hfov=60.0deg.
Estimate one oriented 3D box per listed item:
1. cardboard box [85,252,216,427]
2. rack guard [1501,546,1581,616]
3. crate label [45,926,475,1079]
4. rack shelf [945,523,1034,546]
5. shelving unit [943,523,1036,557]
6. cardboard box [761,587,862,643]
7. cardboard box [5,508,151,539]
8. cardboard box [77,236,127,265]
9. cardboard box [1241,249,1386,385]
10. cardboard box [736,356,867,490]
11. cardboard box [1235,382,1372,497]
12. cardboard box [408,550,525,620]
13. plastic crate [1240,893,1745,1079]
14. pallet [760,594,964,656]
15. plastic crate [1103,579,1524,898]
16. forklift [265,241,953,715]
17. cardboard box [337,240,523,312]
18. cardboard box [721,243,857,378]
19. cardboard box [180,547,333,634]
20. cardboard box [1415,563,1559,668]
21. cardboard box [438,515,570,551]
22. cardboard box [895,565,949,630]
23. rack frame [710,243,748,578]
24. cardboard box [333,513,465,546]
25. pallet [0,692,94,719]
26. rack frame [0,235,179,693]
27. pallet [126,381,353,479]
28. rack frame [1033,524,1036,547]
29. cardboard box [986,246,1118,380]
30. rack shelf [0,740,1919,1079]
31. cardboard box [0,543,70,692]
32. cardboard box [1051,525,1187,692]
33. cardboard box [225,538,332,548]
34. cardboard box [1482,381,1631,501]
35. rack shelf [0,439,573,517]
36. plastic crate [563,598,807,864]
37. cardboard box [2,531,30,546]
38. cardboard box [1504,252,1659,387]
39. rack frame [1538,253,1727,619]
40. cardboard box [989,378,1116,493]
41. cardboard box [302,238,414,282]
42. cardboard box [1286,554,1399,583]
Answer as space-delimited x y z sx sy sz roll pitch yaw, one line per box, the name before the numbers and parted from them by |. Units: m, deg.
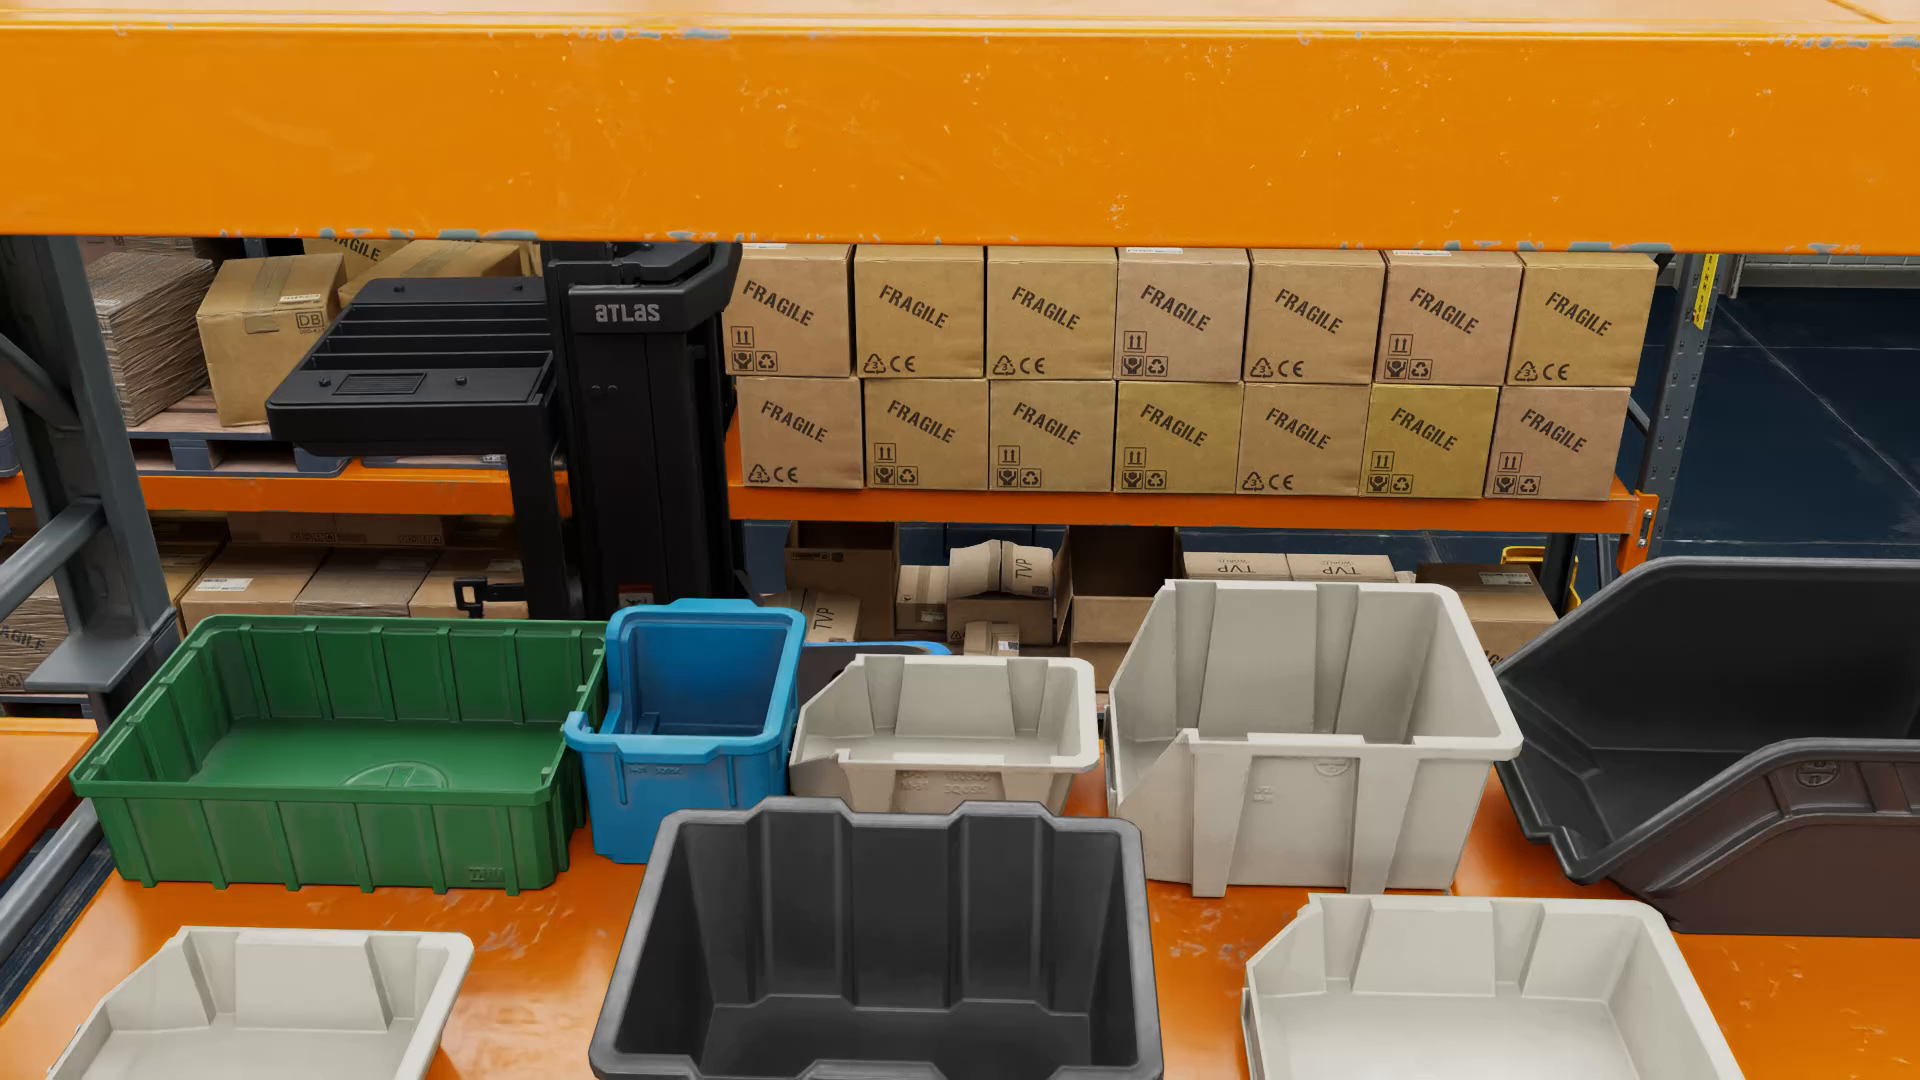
cardboard box | -3.590 -0.875 7.142 0.500 0.500 0.700 6 29 11
rack guard | 2.788 0.528 7.719 0.348 0.500 1.175 1 28 2
crate label | -0.833 0.612 1.971 0.466 0.136 0.293 1 28 2
rack shelf | 0.165 -0.294 9.087 0.480 0.518 0.431 1 28 2
shelving unit | 0.165 -0.925 8.753 0.503 2.100 0.431 1 28 2
cardboard box | -0.722 0.461 7.579 0.500 0.311 0.500 1 28 2
cardboard box | -4.132 -0.224 7.868 0.500 0.250 0.500 2 28 4
cardboard box | -6.192 -2.166 12.333 0.500 0.500 0.700 1 28 2
cardboard box | 1.386 -0.954 6.672 0.500 0.500 0.500 2 28 3
cardboard box | -0.634 -0.549 6.976 0.500 0.500 0.500 2 28 3
cardboard box | 1.390 -0.517 6.915 0.500 0.500 0.500 1 28 2
cardboard box | -2.131 0.383 7.524 0.500 0.500 0.500 1 28 2
plastic crate | 0.612 0.617 1.962 0.530 0.136 0.437 1 28 2
pallet | -0.447 0.603 7.887 1.213 0.211 1.003 1 28 2
plastic crate | 0.481 0.290 2.425 0.530 0.282 0.437 1 28 2
forklift | -1.508 0.276 5.599 3.031 2.935 1.130 -1 28 -2
cardboard box | -2.289 -0.965 7.312 0.500 0.500 0.700 5 28 10
cardboard box | -0.673 -0.987 6.736 0.500 0.500 0.500 2 28 3
cardboard box | -3.140 0.367 7.554 0.500 0.500 0.500 0 28 0
cardboard box | 2.312 0.442 7.413 0.500 0.500 0.500 1 28 2
cardboard box | -2.142 0.144 7.976 0.500 0.500 0.500 1 28 3
cardboard box | -0.177 0.279 8.095 0.250 0.149 0.380 1 28 2
rack frame | -1.134 -0.641 7.256 0.127 3.000 1.000 1 28 2
cardboard box | -2.608 -0.201 7.824 0.500 0.250 0.500 1 28 2
pallet | -4.386 0.555 7.977 1.213 0.211 1.003 1 28 2
rack frame | -1.312 -0.973 1.478 0.127 3.000 1.000 1 28 2
pallet | -3.187 -0.592 7.369 1.213 0.211 1.003 1 28 2
rack frame | 0.409 -0.921 8.745 0.015 2.100 0.400 1 28 2
cardboard box | 0.357 -0.970 6.703 0.500 0.500 0.500 0 28 0
rack shelf | 0.687 0.703 2.286 4.000 0.370 1.077 1 28 2
cardboard box | -4.163 0.350 7.586 0.500 0.500 0.500 0 28 0
cardboard box | 0.744 0.296 7.684 0.637 0.503 0.797 1 28 2
cardboard box | -3.146 0.123 8.014 0.500 0.500 0.500 0 28 0
cardboard box | 2.407 -0.499 6.882 0.500 0.500 0.500 2 28 3
rack shelf | -3.132 -0.356 7.487 4.000 0.370 1.077 1 28 2
plastic crate | -0.391 0.292 2.473 0.300 0.233 0.416 1 28 2
cardboard box | -4.188 0.109 8.042 0.500 0.500 0.500 2 28 4
cardboard box | 2.409 -0.939 6.645 0.500 0.500 0.500 1 28 1
rack frame | 2.864 -0.575 7.132 0.127 3.000 1.000 1 28 2
cardboard box | 0.378 -0.533 6.946 0.500 0.500 0.500 1 28 2
cardboard box | -4.230 -2.188 12.022 0.750 0.750 0.750 1 28 1
cardboard box | 1.831 0.296 7.956 0.500 0.250 0.500 1 28 2
